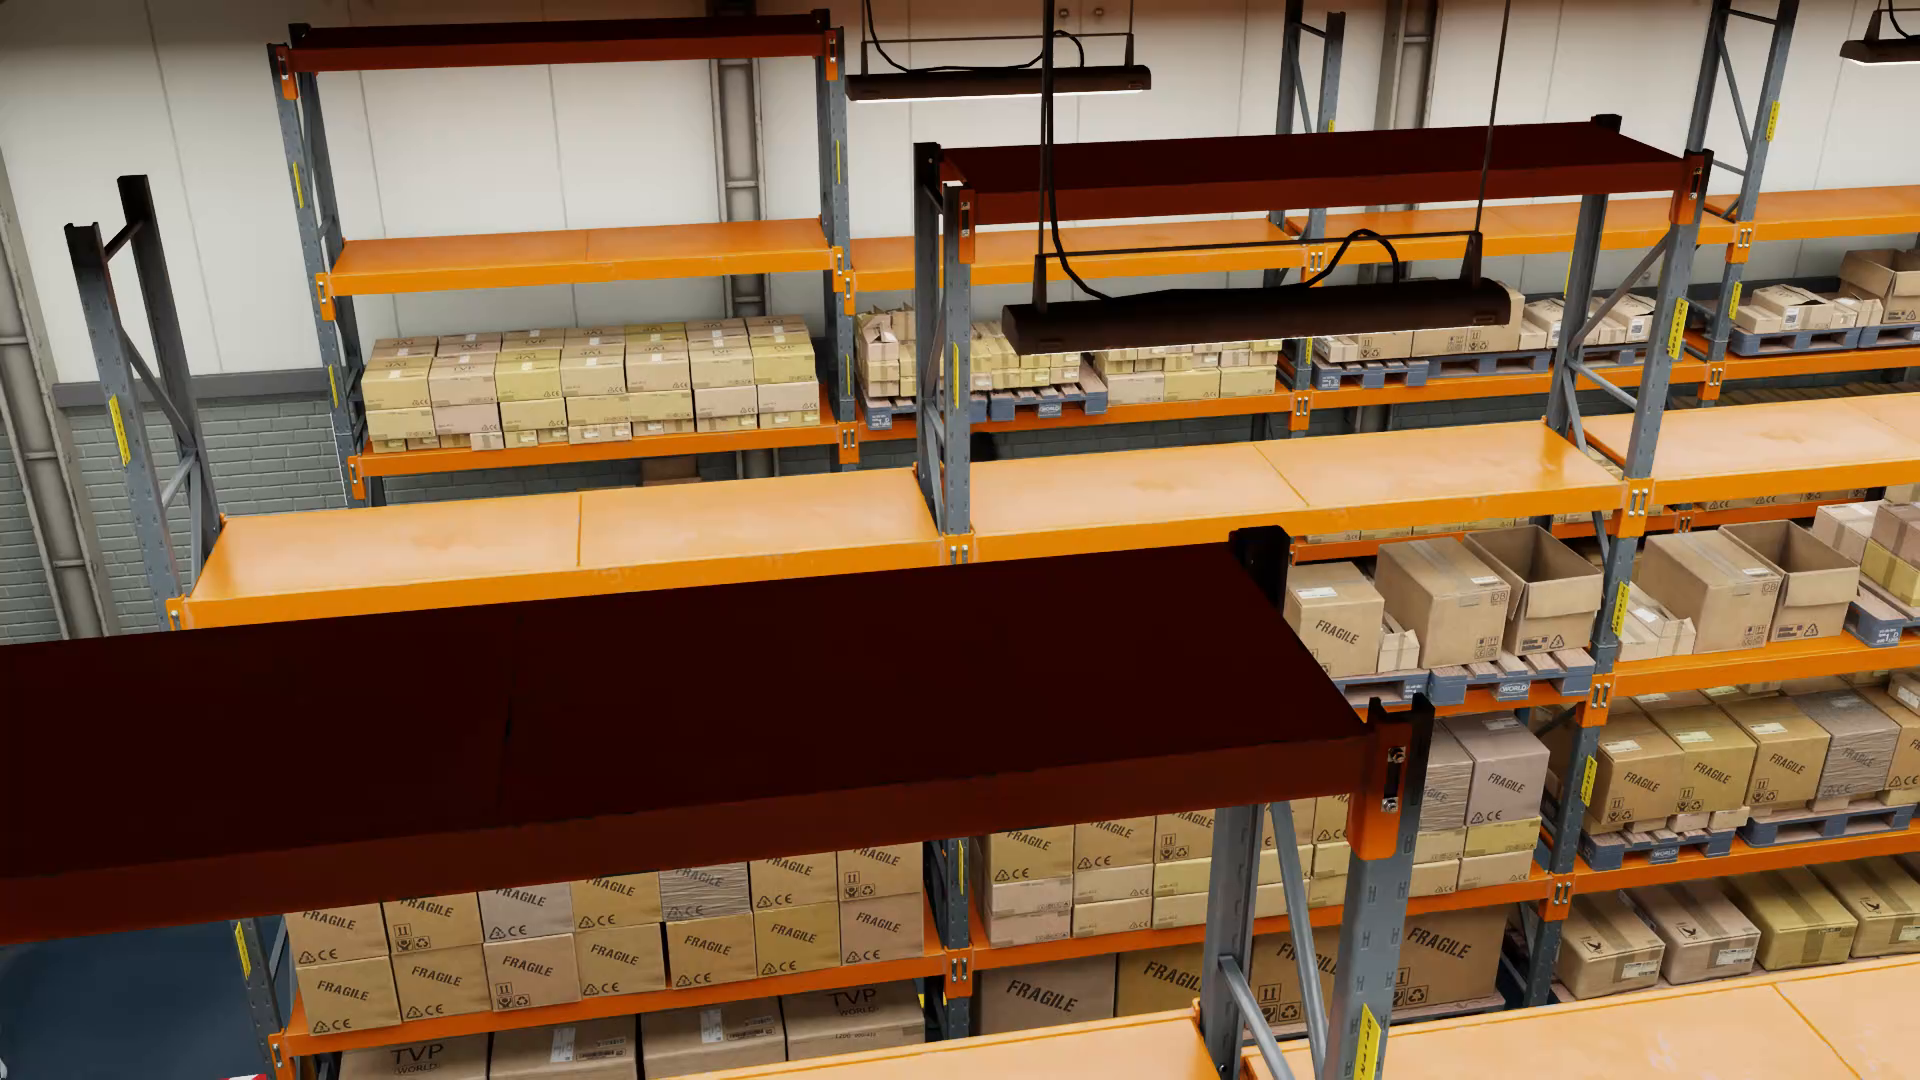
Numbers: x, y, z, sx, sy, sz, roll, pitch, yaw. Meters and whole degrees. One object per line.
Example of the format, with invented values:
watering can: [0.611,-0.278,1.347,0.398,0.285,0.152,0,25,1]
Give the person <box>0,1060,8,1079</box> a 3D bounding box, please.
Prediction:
person: [-6.593,2.639,10.804,0.651,1.717,0.972,-12,28,-23]
